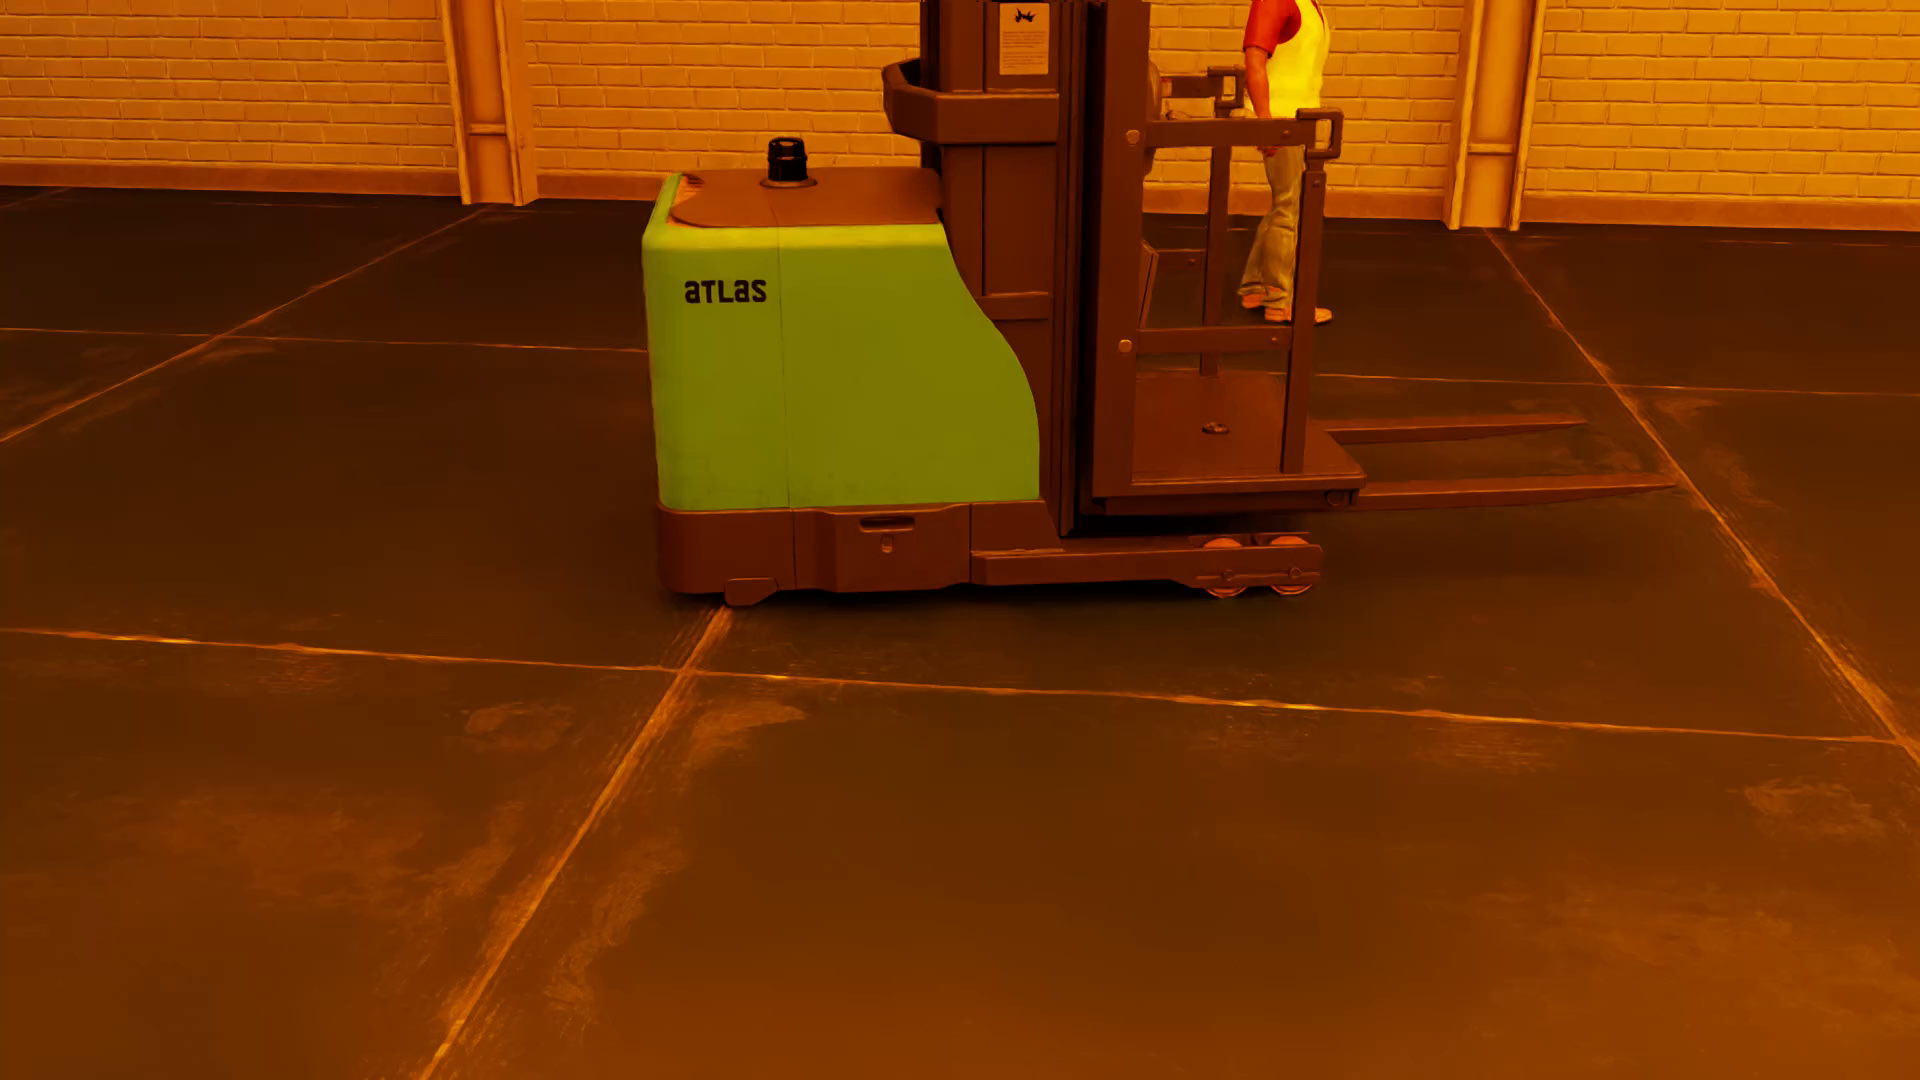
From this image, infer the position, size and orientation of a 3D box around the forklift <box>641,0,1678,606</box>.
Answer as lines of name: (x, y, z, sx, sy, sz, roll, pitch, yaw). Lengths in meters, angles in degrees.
forklift: (0.620, -1.390, 4.704, 3.031, 2.935, 1.130, -2, 22, -5)

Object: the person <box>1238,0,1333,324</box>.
person: (1.525, -1.885, 7.506, 0.476, 1.762, 0.753, 7, 23, 16)
